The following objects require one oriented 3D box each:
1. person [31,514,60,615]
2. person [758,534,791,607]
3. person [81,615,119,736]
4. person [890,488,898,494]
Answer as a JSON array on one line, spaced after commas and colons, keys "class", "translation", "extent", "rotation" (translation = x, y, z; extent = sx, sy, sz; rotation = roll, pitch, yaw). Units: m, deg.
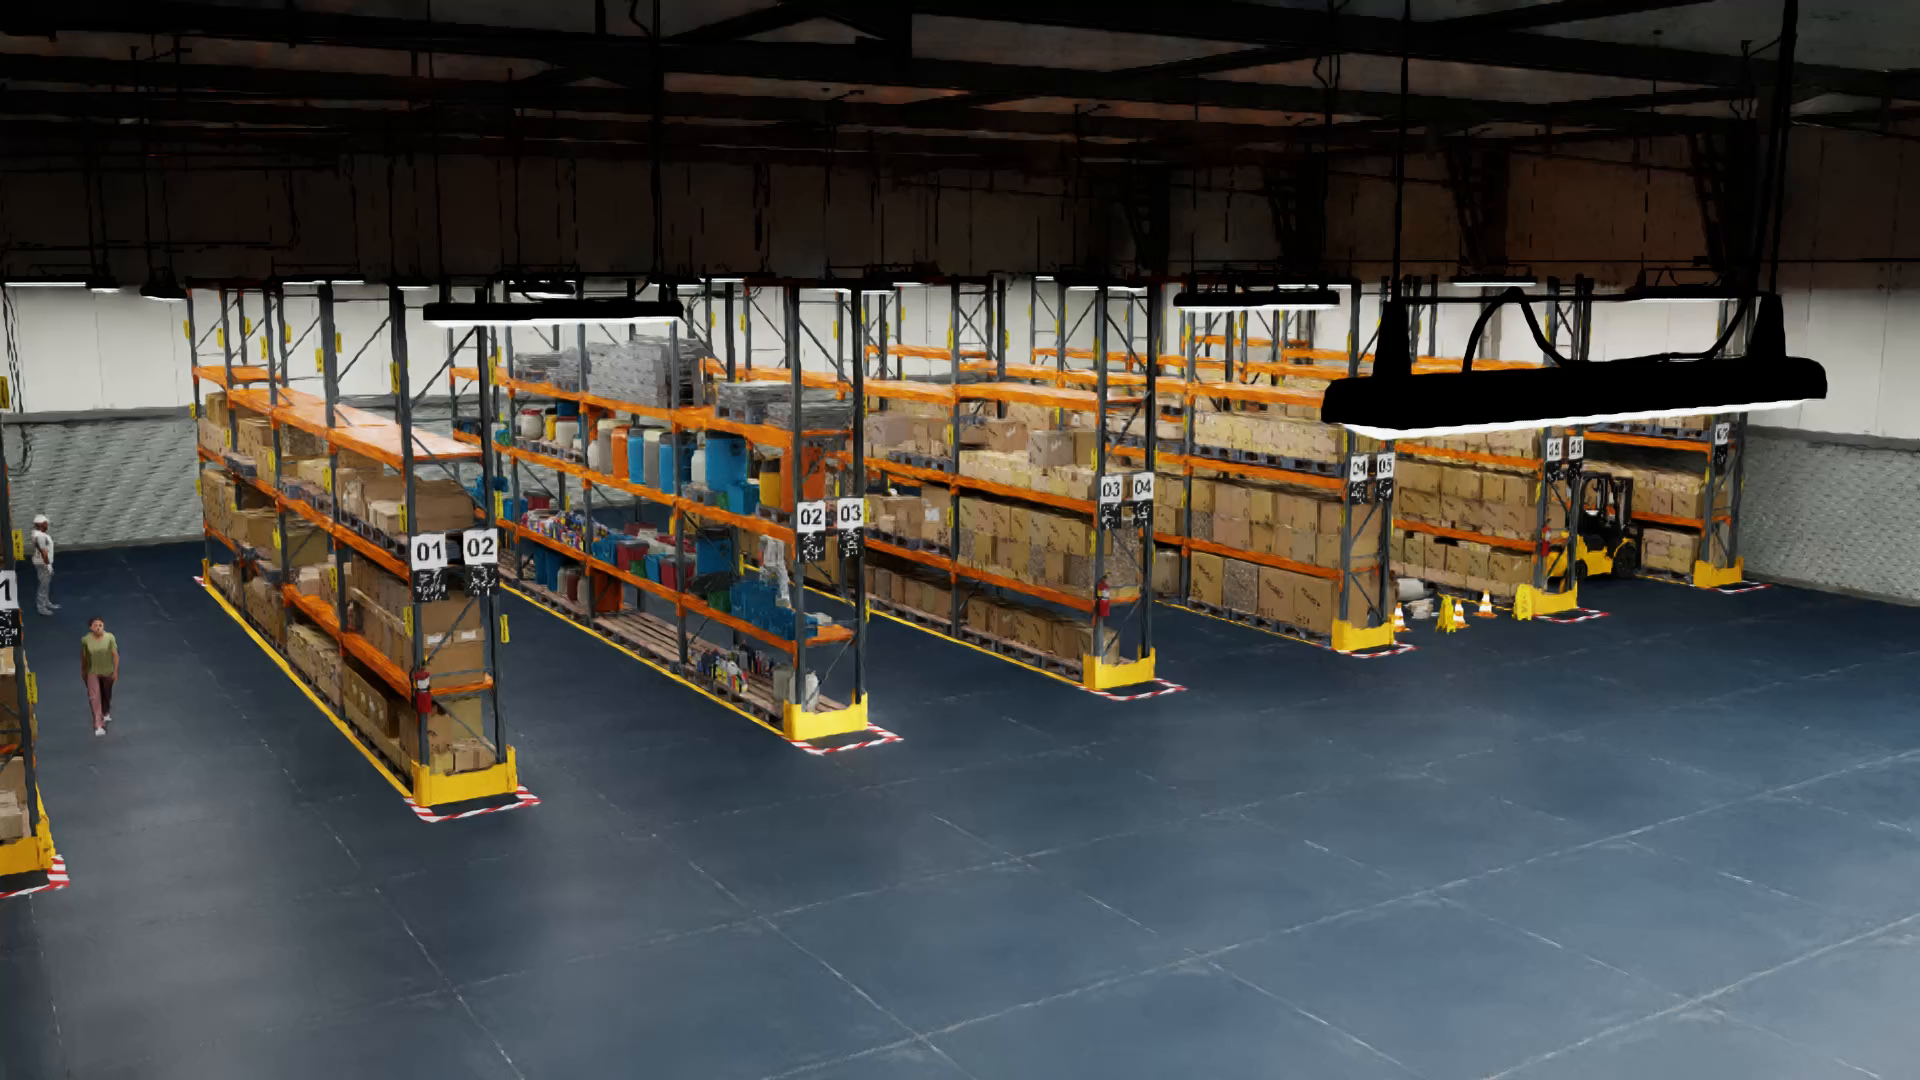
[{"class": "person", "translation": [-16.537, 0.418, 30.029], "extent": [0.403, 1.787, 0.687], "rotation": [-6, 11, -32]}, {"class": "person", "translation": [-3.203, 0.399, 28.607], "extent": [0.553, 1.665, 1.092], "rotation": [-5, 11, -29]}, {"class": "person", "translation": [-11.627, 1.784, 22.525], "extent": [0.445, 1.591, 1.110], "rotation": [-6, 12, -34]}, {"class": "person", "translation": [-1.421, -0.221, 34.156], "extent": [0.543, 1.698, 1.115], "rotation": [-5, 11, -29]}]
